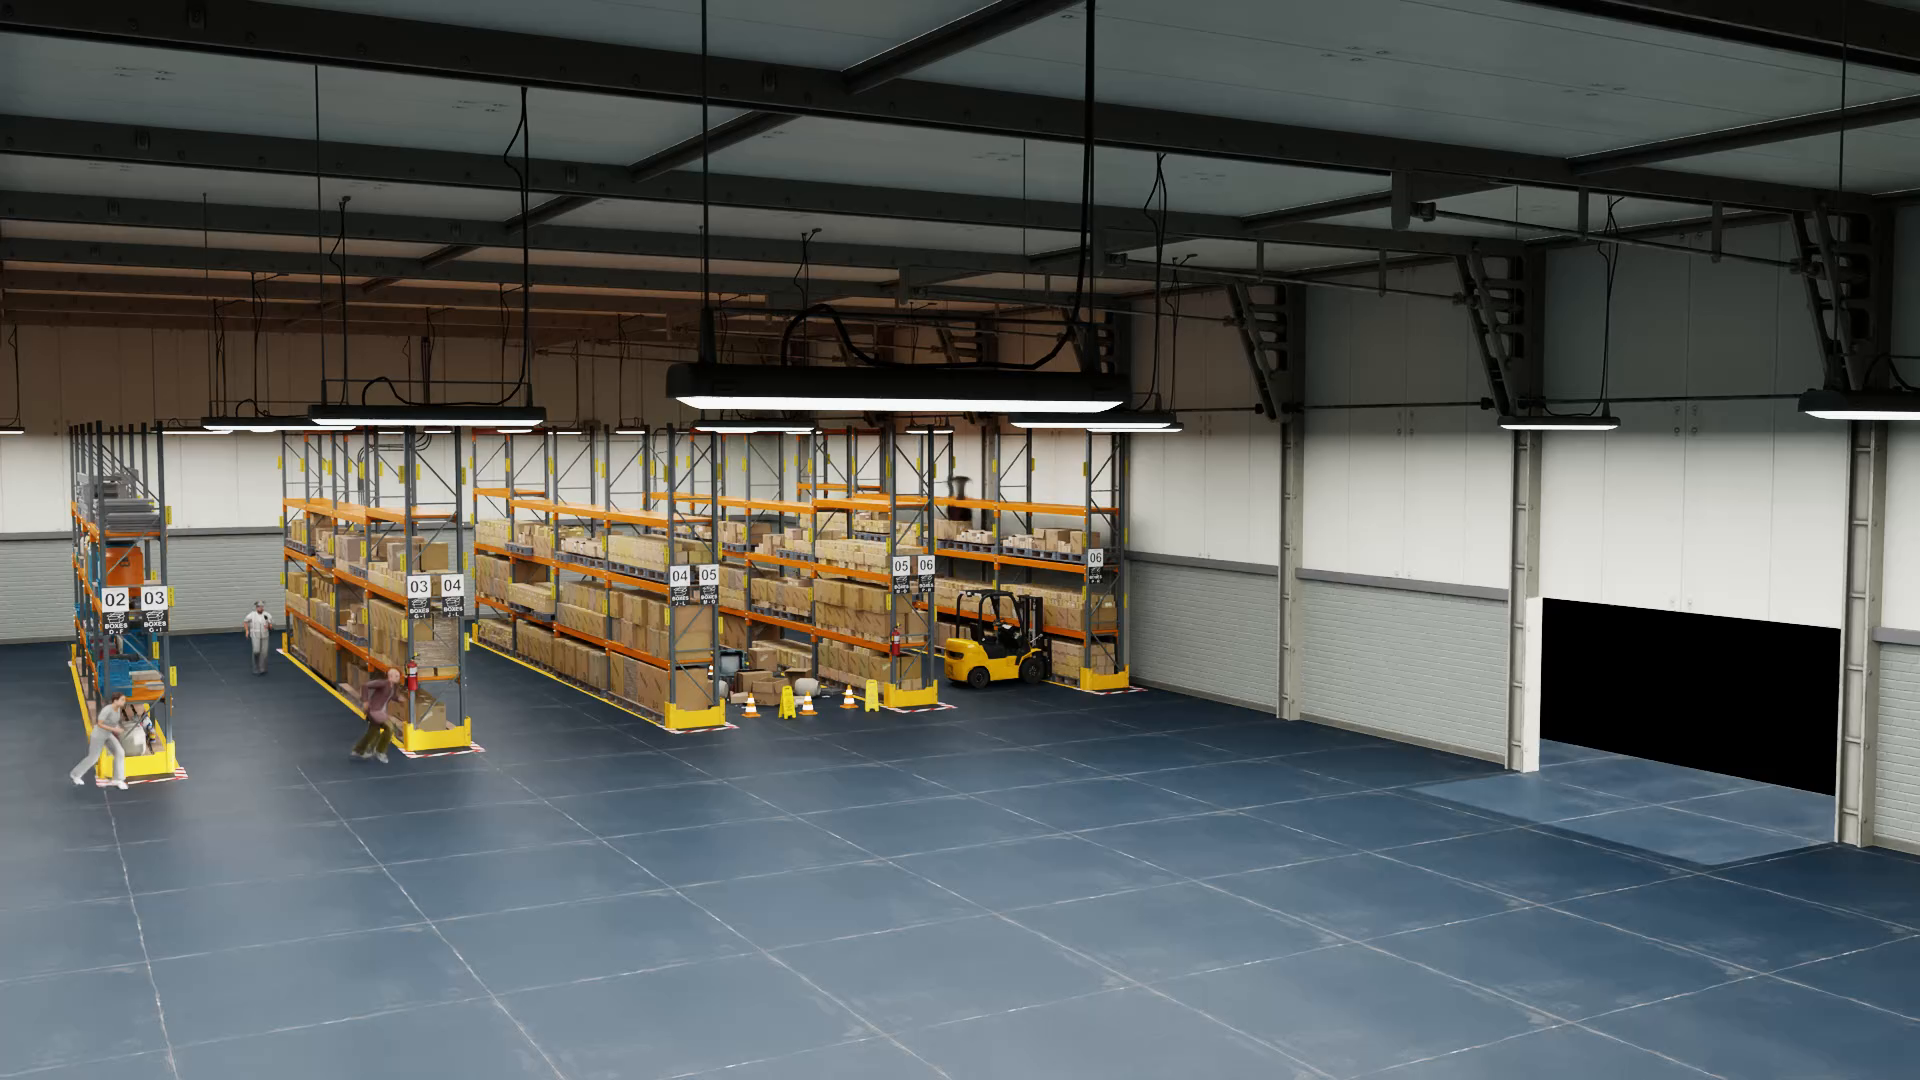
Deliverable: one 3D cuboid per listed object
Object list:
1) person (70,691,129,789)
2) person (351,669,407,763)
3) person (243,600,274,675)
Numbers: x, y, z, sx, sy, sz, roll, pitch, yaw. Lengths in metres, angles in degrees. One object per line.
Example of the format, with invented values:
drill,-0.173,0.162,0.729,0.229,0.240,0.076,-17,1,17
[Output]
person,-14.054,3.275,27.130,0.984,1.606,0.604,0,4,0
person,-10.262,3.108,29.254,1.055,1.703,0.755,1,4,12
person,-16.913,2.366,40.170,0.657,1.819,0.725,-2,4,-31
